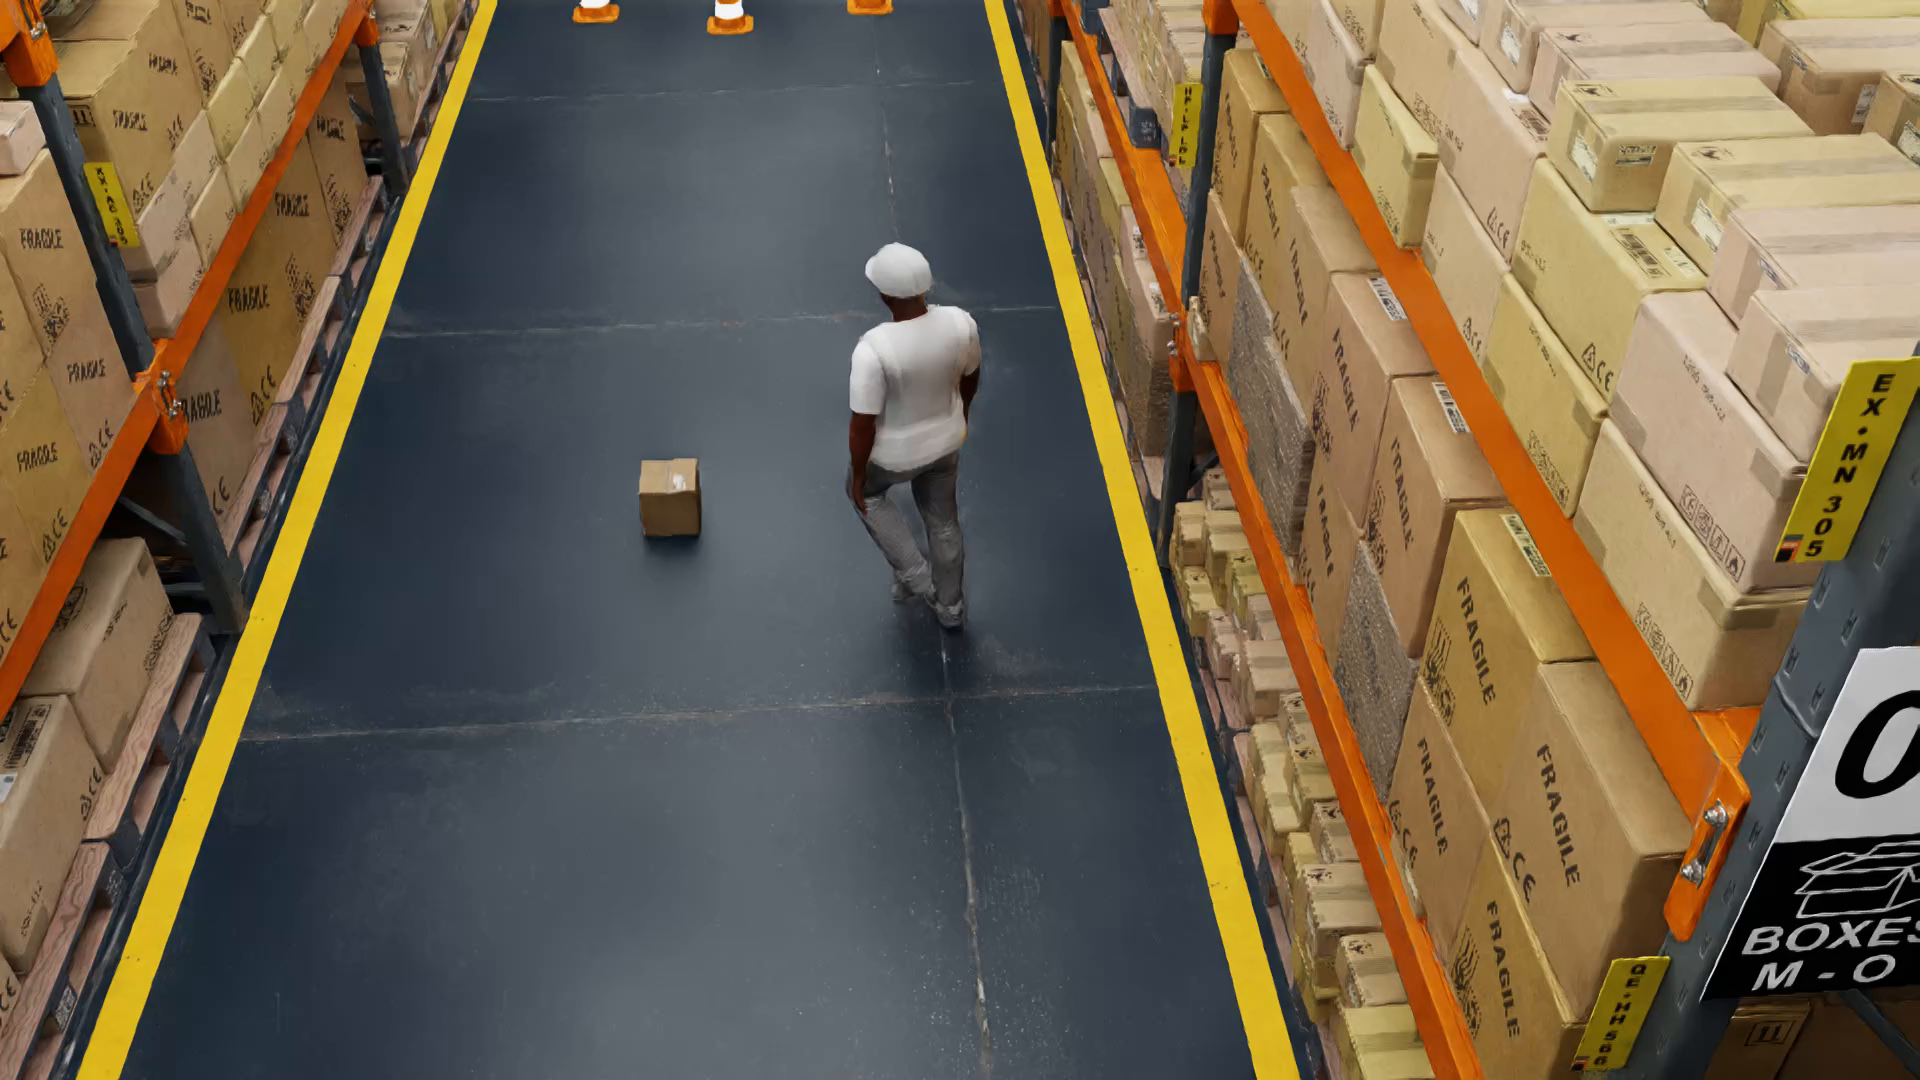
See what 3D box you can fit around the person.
[{"bbox_3d":[-0.205,-0.411,6.602,0.632,1.748,0.514,-20,43,-23],"label":"person"}]
